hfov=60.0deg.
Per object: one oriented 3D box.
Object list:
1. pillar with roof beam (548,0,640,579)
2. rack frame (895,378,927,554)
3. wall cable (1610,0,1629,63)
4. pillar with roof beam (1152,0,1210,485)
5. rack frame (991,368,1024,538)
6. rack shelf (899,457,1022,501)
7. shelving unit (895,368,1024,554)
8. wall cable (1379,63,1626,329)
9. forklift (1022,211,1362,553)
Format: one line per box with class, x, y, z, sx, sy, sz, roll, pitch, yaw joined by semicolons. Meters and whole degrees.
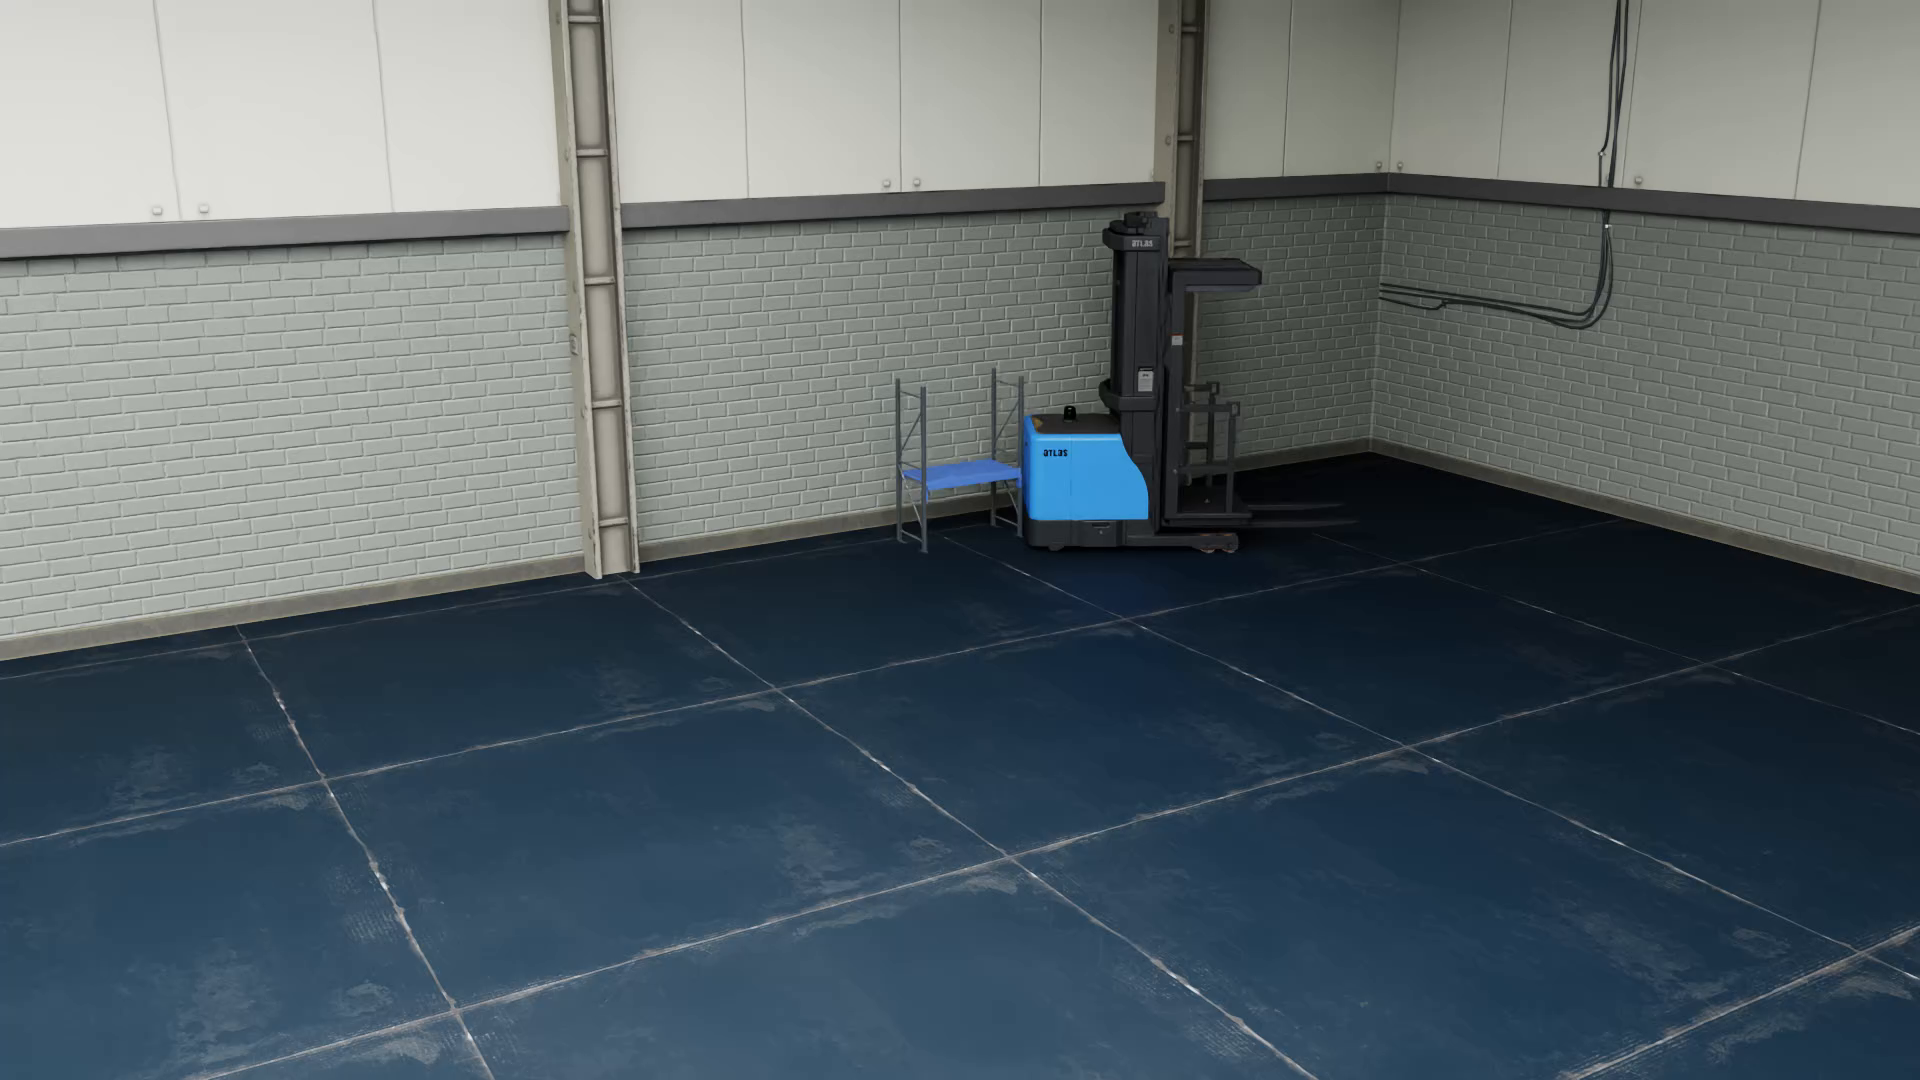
pillar with roof beam;-0.771;-3.068;9.521;0.400;9.000;9.100;-9;18;-30
rack frame;-0.436;-0.661;14.830;0.032;1.500;0.500;-9;18;-30
wall cable;6.755;-5.312;13.924;0.112;2.526;3.097;-9;18;-30
pillar with roof beam;4.373;-3.902;12.496;0.400;9.000;9.100;-9;18;-30
rack frame;0.433;-0.804;15.339;0.032;1.500;0.500;-9;18;-30
rack shelf;-0.001;-0.559;15.133;1.000;0.185;0.538;-9;18;-30
shelving unit;-0.001;-0.732;15.084;1.048;1.500;0.538;-9;18;-30
wall cable;5.362;-3.506;16.838;0.112;2.526;3.097;-9;18;-30
forklift;2.105;-1.439;14.951;3.031;2.935;1.130;-1;16;-2
